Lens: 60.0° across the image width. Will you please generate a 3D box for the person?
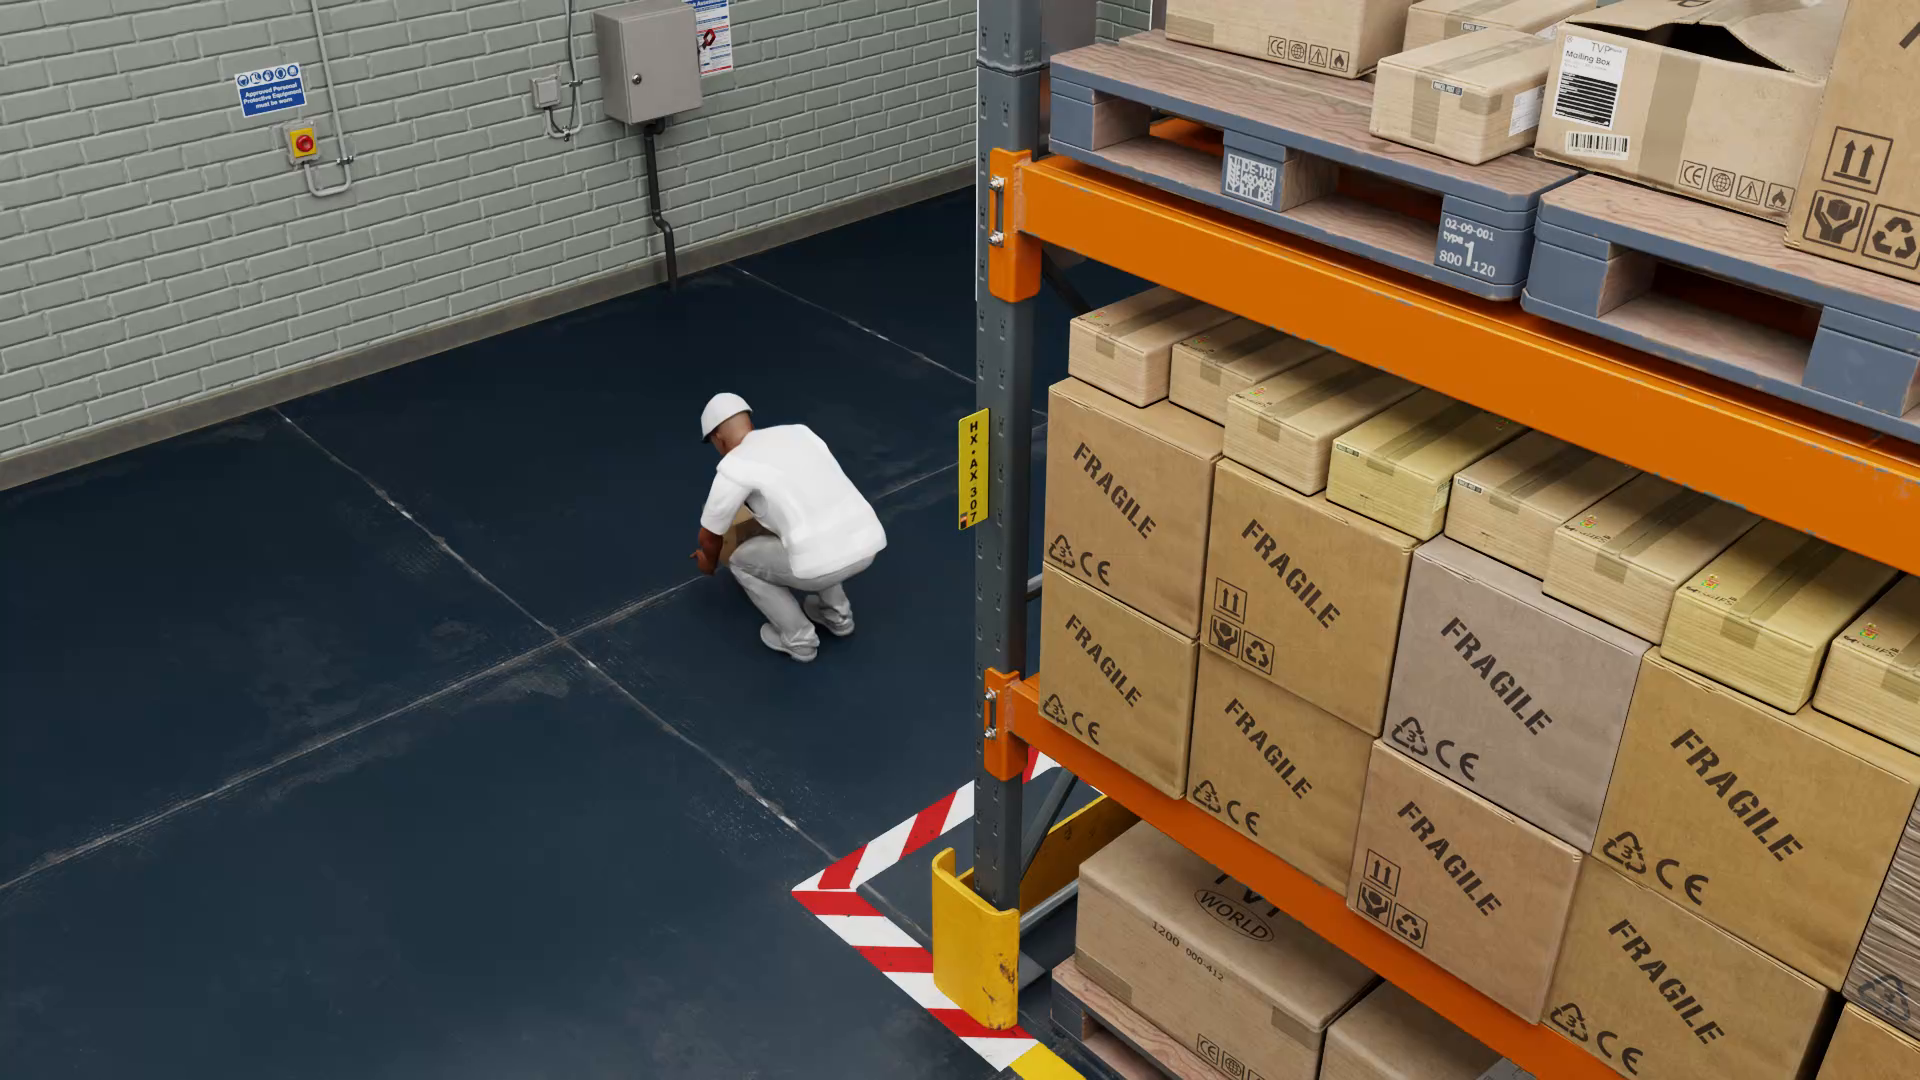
[{"bbox_3d":[-0.738,-0.054,6.912,0.583,1.028,0.890,-26,40,-35],"label":"person"}]
